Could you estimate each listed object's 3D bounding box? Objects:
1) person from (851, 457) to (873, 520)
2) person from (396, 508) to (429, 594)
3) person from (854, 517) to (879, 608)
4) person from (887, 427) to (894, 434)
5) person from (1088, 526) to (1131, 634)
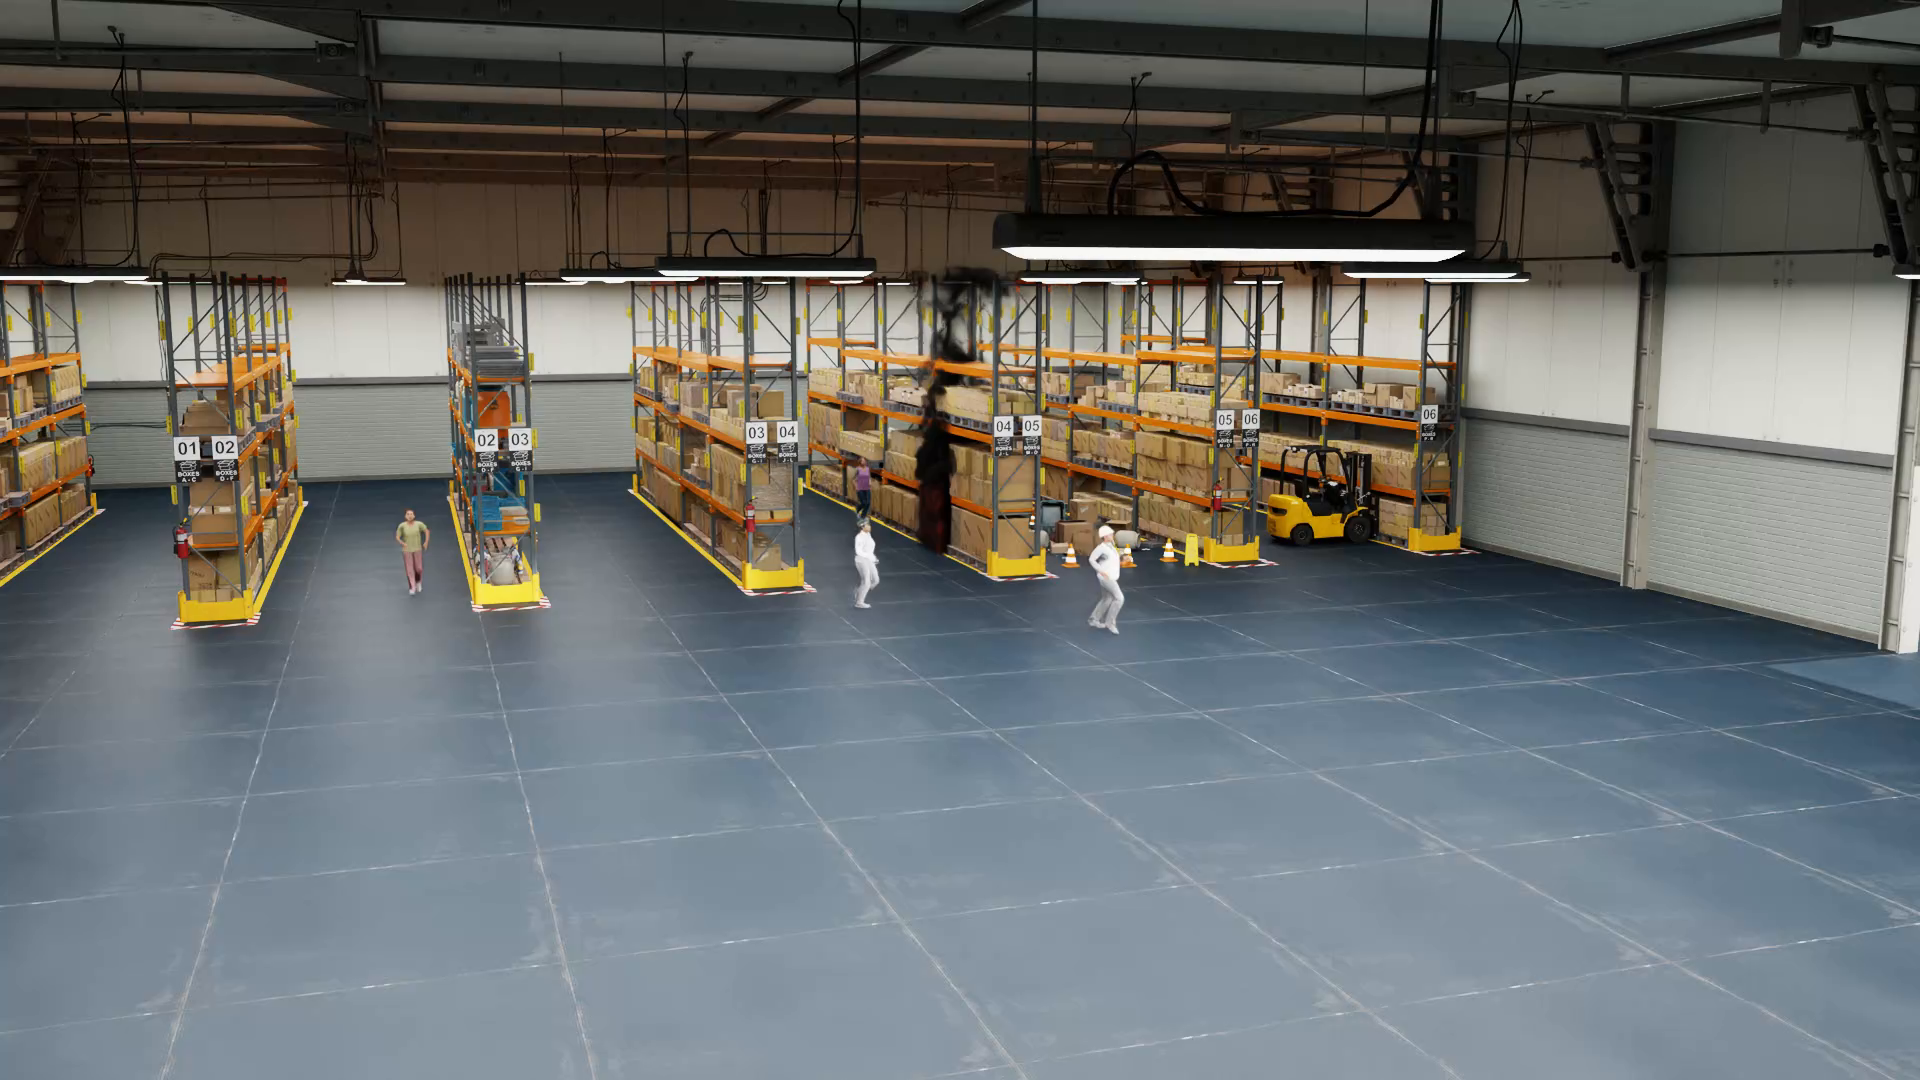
[{"bbox_3d":[-2.263,-1.166,38.749,0.537,1.556,0.491,-4,10,-26],"label":"person"},{"bbox_3d":[-10.266,0.217,31.223,0.606,1.626,0.544,-3,9,-20],"label":"person"},{"bbox_3d":[-1.684,0.400,29.930,0.569,1.649,0.663,3,9,20],"label":"person"},{"bbox_3d":[-1.982,-2.383,48.080,0.692,1.796,0.733,-5,10,-30],"label":"person"},{"bbox_3d":[2.493,0.674,27.818,0.710,1.820,0.636,2,9,15],"label":"person"}]
